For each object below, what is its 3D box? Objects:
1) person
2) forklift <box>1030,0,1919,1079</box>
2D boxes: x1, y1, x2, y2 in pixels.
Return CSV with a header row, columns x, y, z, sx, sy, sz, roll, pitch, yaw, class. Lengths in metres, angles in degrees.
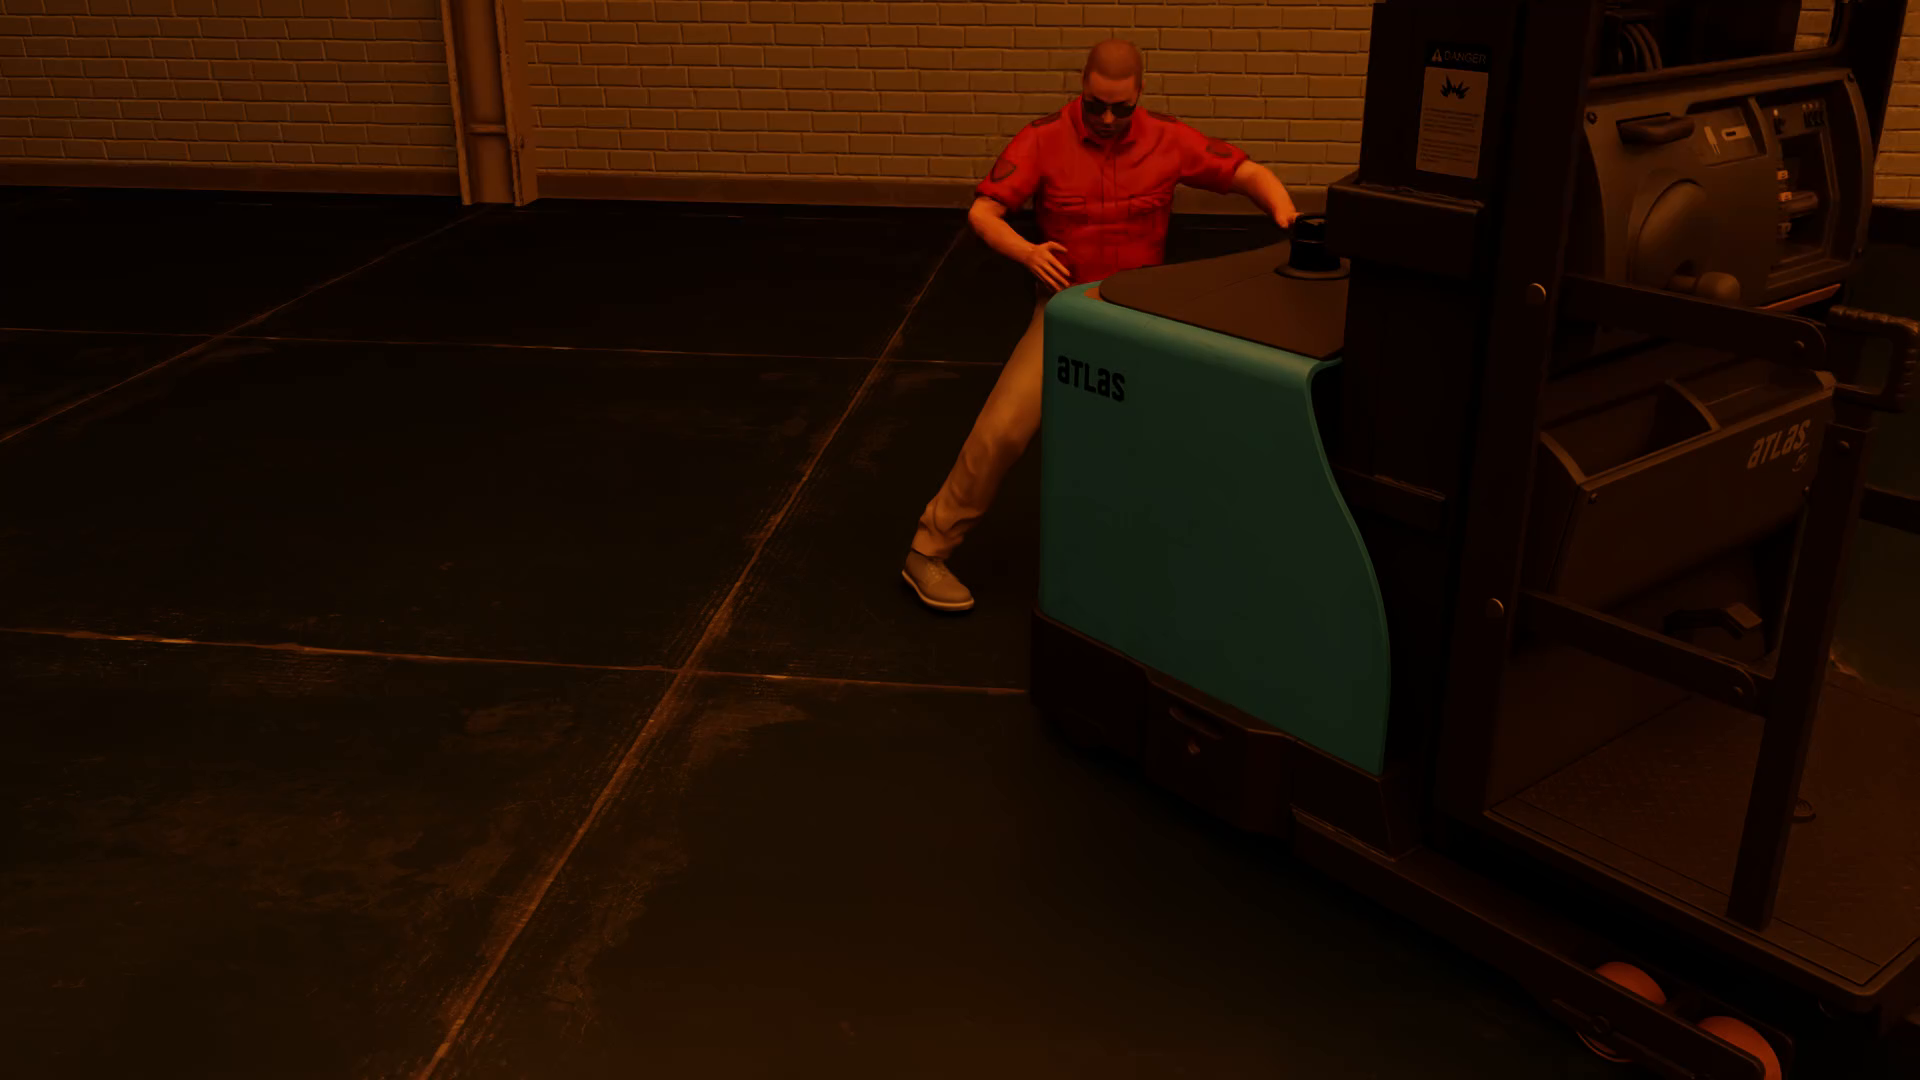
x,y,z,sx,sy,sz,roll,pitch,yaw,class
0.480,-0.626,4.705,1.310,1.512,0.706,-1,22,-2,person
1.488,-0.603,2.751,1.130,2.935,3.031,-17,27,-36,forklift
